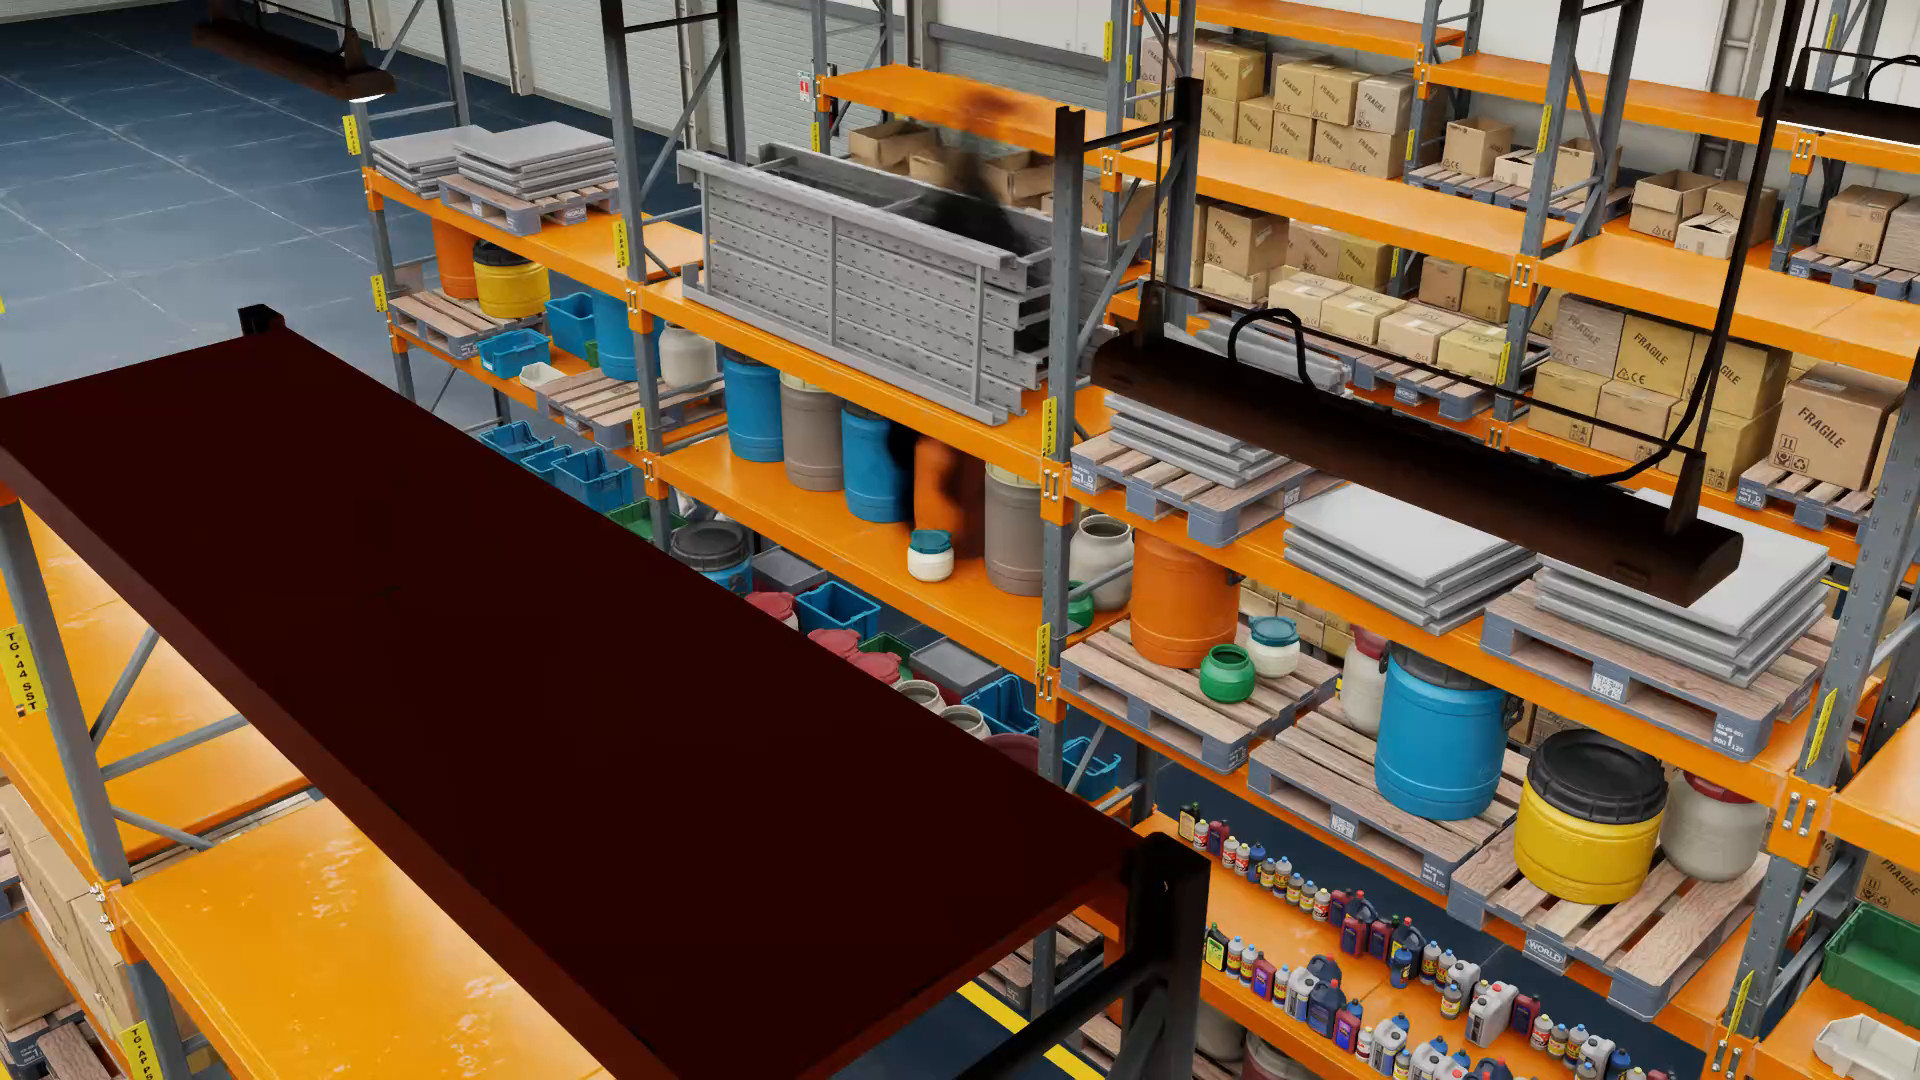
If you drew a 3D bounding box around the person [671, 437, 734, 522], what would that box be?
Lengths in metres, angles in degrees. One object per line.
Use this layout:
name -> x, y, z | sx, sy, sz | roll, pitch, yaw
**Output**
person -> -2.755, -0.924, 16.794 | 0.858, 1.831, 0.591 | 2, 28, 3
